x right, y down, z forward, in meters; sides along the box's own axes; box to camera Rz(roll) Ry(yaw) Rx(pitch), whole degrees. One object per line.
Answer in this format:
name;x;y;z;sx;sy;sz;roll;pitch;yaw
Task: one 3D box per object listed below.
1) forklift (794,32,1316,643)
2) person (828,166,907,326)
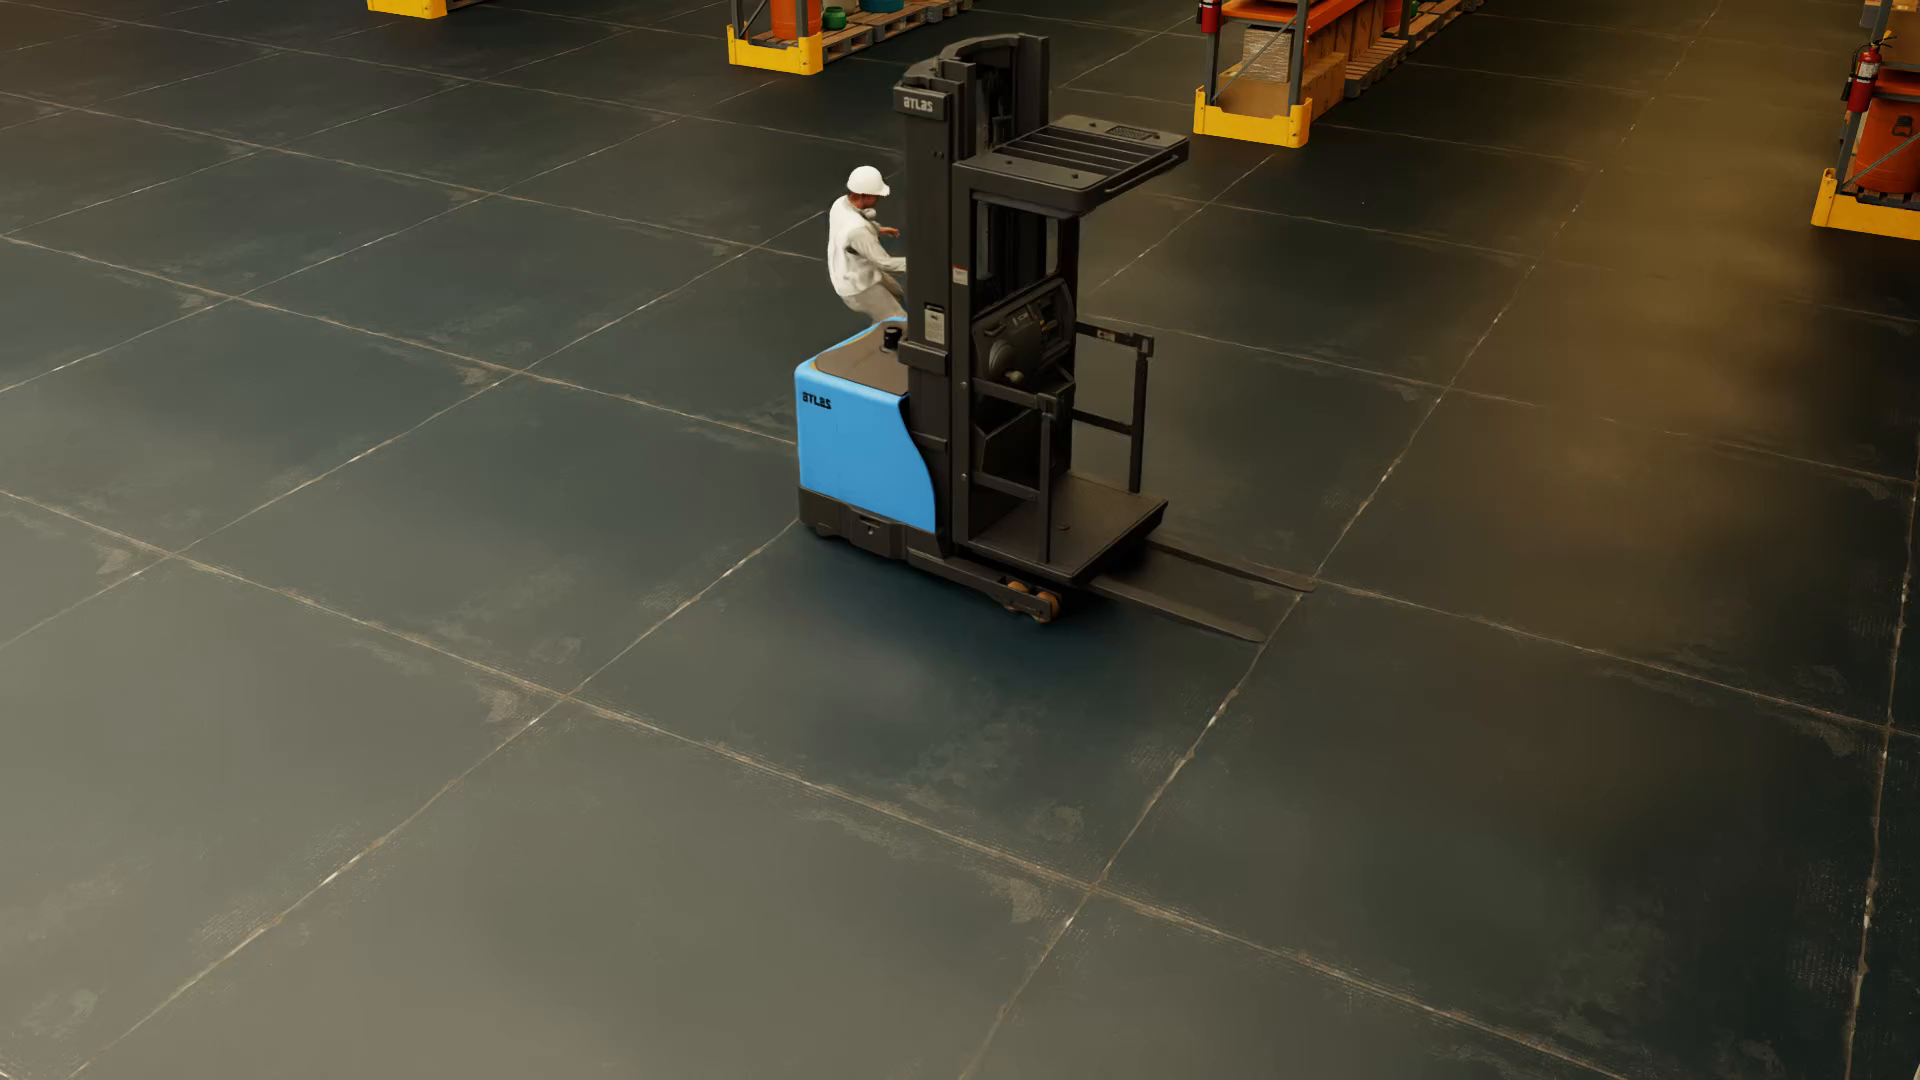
forklift;0.522;-1.115;9.002;3.031;2.935;1.130;19;35;30
person;-0.537;-1.870;11.651;0.751;1.596;0.887;-7;31;-12
